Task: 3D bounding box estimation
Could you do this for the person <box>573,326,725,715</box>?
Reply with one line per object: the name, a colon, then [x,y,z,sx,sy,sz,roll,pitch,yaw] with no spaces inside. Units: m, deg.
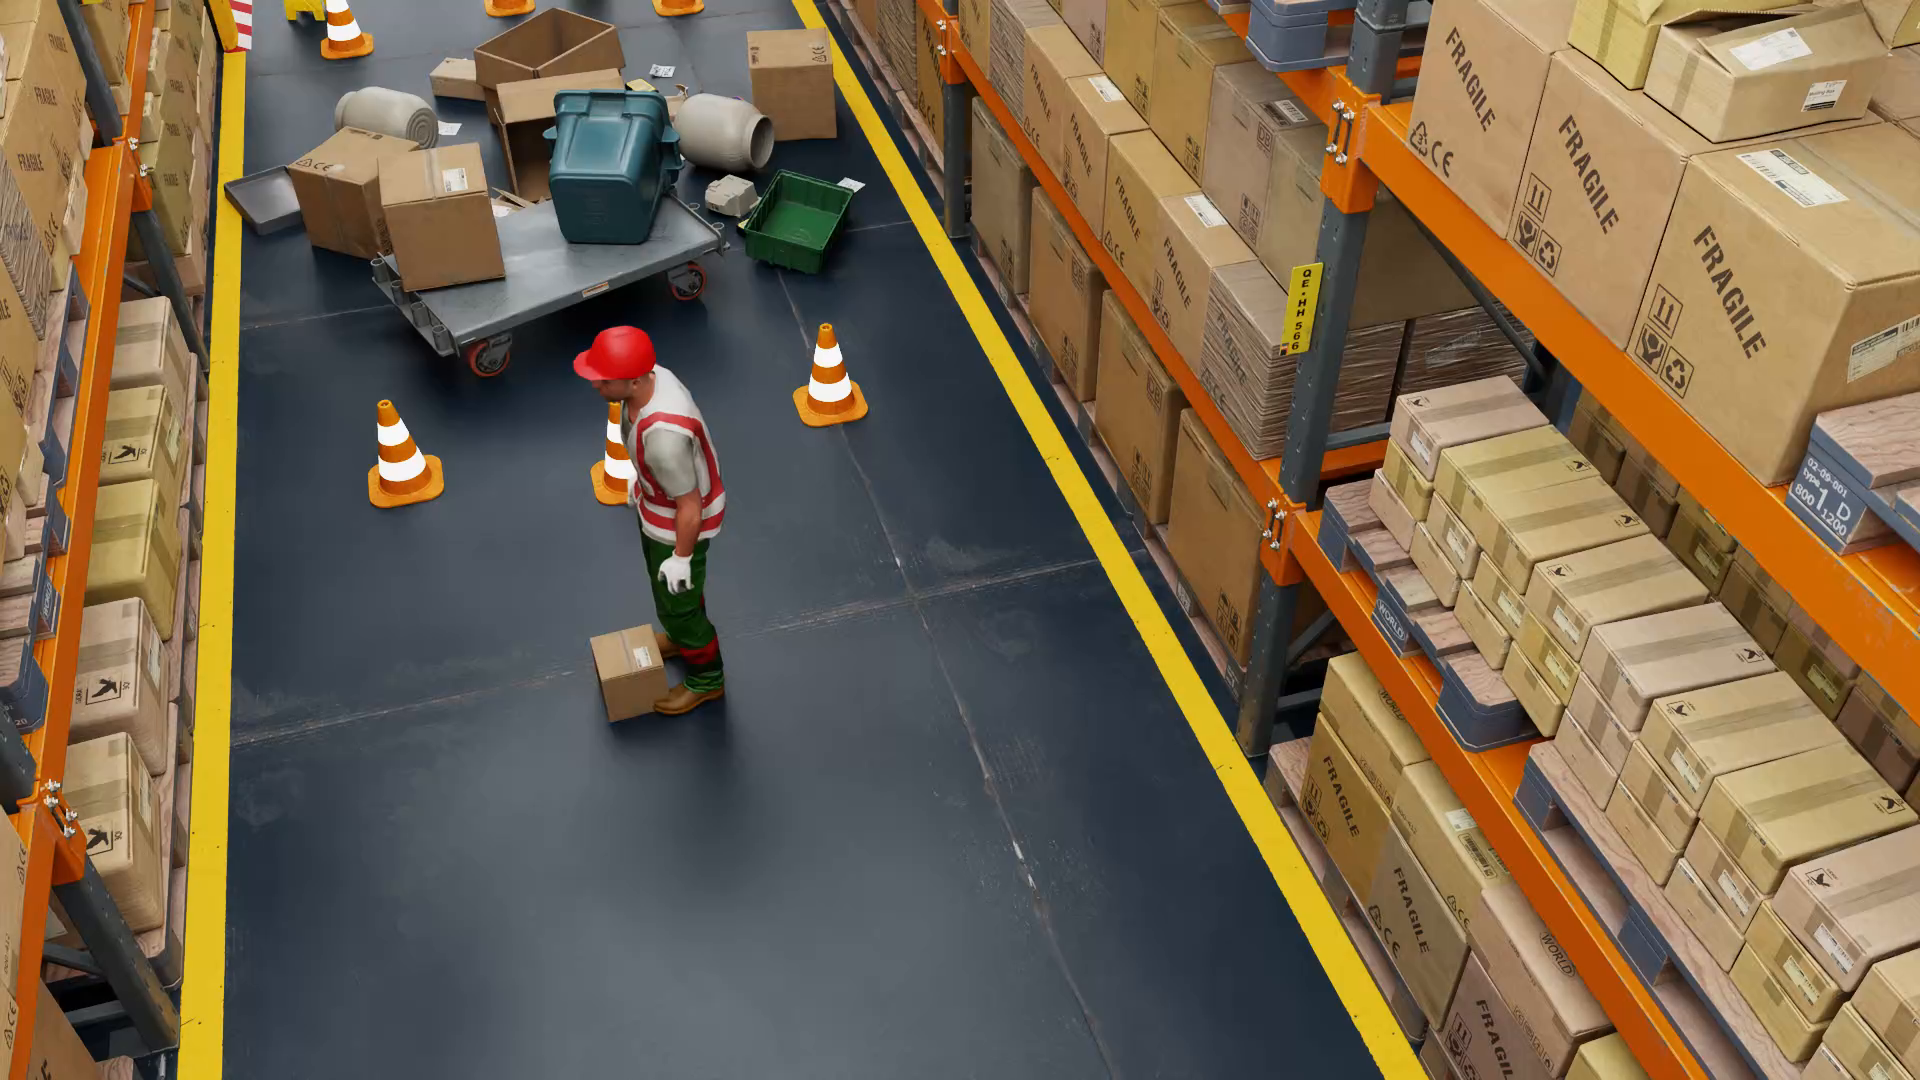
person: [-1.110,-0.076,6.233,0.449,1.779,0.619,-14,44,-15]
